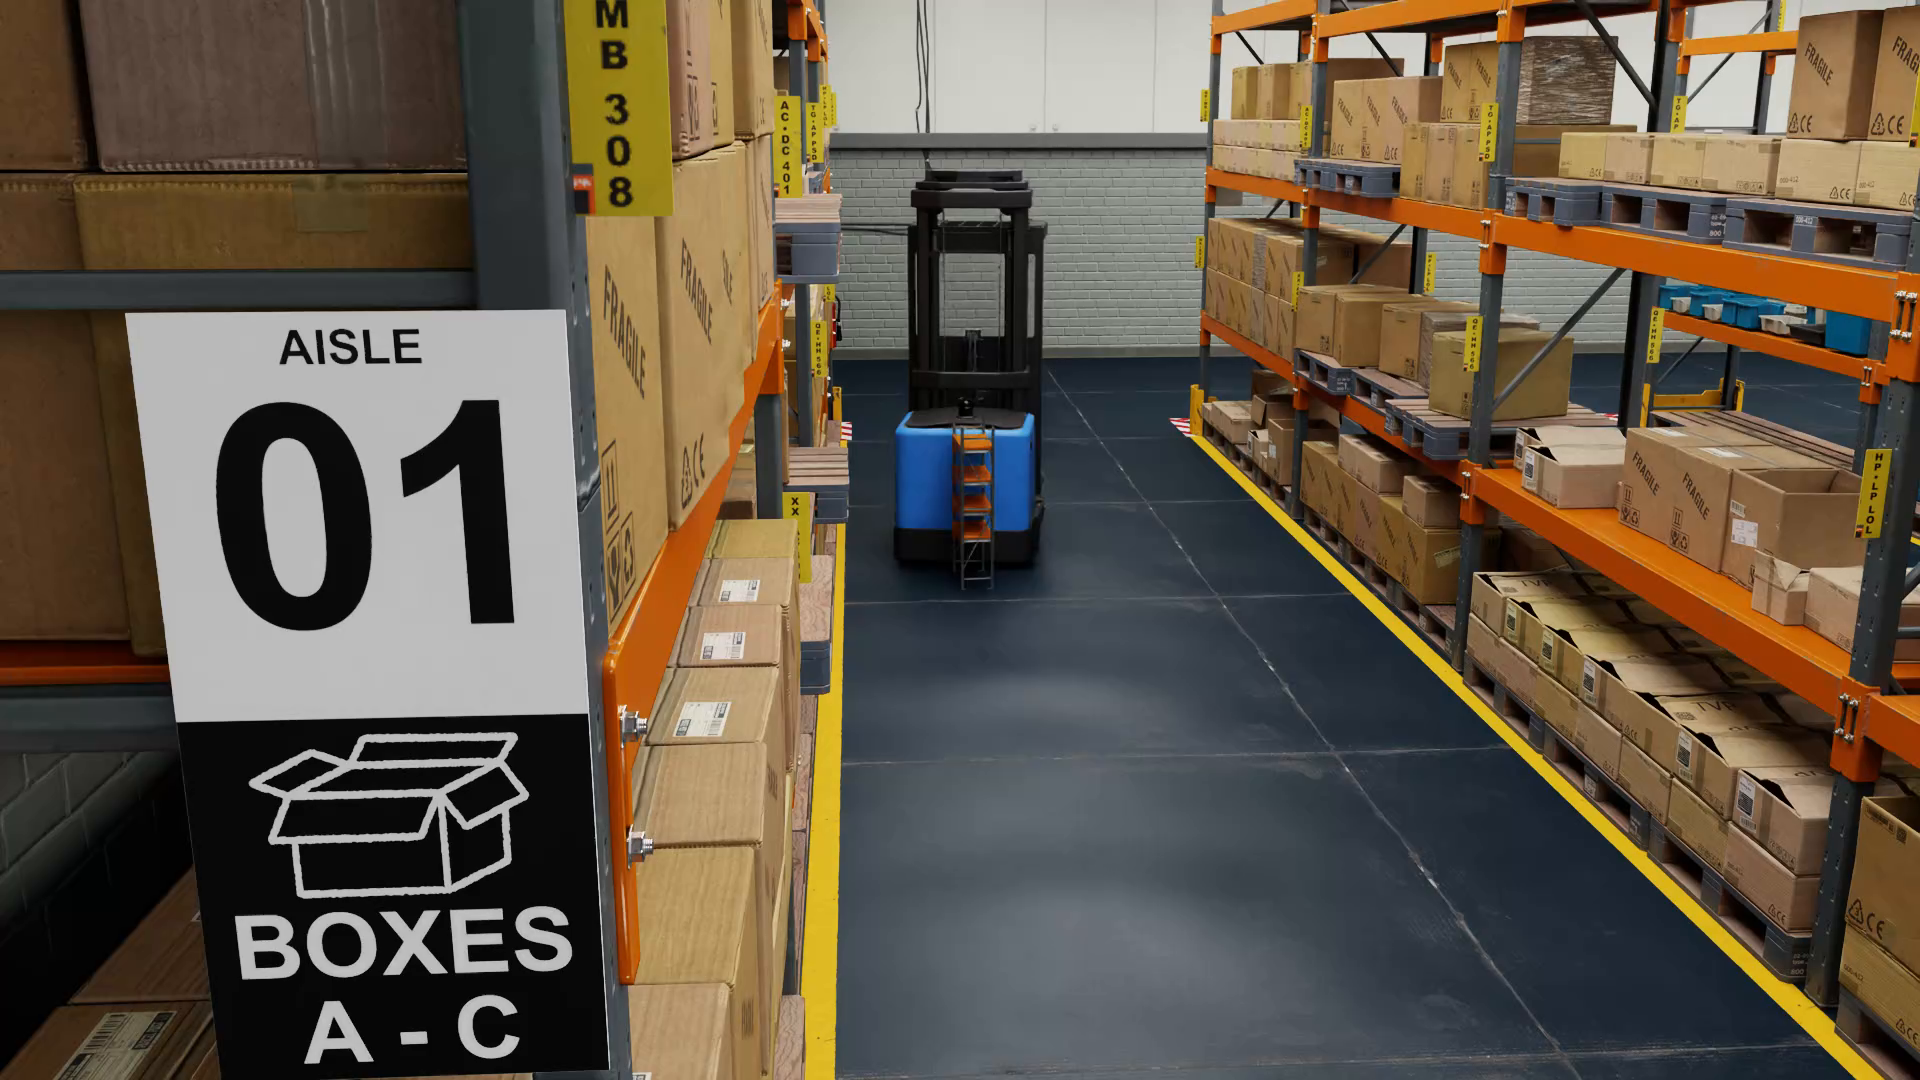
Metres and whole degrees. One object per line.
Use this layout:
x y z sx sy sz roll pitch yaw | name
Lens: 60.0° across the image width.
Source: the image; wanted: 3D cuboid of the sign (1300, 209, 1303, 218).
3.643 -3.356 17.592 0.100 0.325 0.005 -1 14 -3 | sign

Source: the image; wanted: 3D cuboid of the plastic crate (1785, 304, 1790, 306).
8.267 -2.343 17.022 0.396 0.136 0.243 -1 14 -3 | plastic crate

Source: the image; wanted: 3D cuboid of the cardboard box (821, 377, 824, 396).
-1.219 -1.182 12.566 0.380 0.149 0.250 -1 14 -3 | cardboard box

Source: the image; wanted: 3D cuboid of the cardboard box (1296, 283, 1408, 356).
3.142 -1.774 13.359 0.700 0.500 0.500 -6 16 -22 | cardboard box

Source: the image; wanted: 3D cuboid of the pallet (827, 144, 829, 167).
-1.800 -3.787 16.382 1.003 0.211 1.213 -1 14 -3 | pallet

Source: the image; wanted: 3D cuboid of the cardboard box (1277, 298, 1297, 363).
3.049 -1.813 14.351 0.500 0.500 0.500 -1 14 -3 | cardboard box

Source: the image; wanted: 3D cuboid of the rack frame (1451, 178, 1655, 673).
3.584 -0.649 10.029 1.000 3.000 0.127 -1 14 -3 | rack frame

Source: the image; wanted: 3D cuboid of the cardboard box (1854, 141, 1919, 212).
3.803 -1.391 6.351 0.500 0.250 0.500 1 14 2 | cardboard box

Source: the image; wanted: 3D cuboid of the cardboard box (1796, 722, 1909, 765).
4.029 0.971 7.282 0.500 0.311 0.500 -1 14 -4 | cardboard box

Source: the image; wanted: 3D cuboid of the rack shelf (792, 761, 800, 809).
-0.989 1.269 4.018 1.077 0.370 4.000 -1 14 -3 | rack shelf

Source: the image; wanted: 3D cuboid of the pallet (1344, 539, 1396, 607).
3.503 0.213 12.277 1.003 0.211 1.213 -1 14 -3 | pallet

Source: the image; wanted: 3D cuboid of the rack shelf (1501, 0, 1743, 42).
3.708 -2.515 7.488 1.077 0.370 4.000 -1 14 -3 | rack shelf

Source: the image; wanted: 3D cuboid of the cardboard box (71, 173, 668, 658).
-0.636 -0.180 1.945 0.500 0.500 0.500 -1 14 -2 | cardboard box

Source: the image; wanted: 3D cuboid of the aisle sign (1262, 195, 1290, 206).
3.389 -3.919 17.522 0.394 0.787 0.004 -1 14 -3 | aisle sign

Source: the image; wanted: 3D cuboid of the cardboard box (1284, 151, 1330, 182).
3.040 -3.141 13.994 0.500 0.250 0.500 -1 14 -3 | cardboard box

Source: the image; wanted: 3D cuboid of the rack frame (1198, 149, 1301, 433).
3.088 -2.639 17.762 1.000 3.000 0.127 -1 14 -3 | rack frame

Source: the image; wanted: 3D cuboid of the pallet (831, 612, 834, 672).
-1.334 0.582 10.842 1.003 0.211 1.213 -1 14 -3 | pallet

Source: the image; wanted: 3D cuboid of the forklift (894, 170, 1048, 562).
0.150 -1.569 13.743 1.130 2.935 3.031 1 14 5 | forklift

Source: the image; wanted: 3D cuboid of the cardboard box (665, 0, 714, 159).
-0.627 -0.802 2.357 0.500 0.500 0.500 -1 14 -4 | cardboard box

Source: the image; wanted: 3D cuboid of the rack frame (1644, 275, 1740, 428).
8.032 -2.714 18.055 1.000 3.000 0.127 -1 14 -3 | rack frame

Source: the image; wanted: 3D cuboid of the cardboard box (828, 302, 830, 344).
-1.720 -2.209 15.491 0.980 0.700 0.700 -2 15 -6 | cardboard box

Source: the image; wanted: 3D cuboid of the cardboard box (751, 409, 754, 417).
-1.222 -0.407 8.004 0.700 0.500 0.500 -1 14 -3 | cardboard box

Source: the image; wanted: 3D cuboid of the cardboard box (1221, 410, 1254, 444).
2.900 -1.132 16.540 0.500 0.250 0.500 -1 14 -3 | cardboard box

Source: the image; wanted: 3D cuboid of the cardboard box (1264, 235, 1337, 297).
3.012 -2.426 14.727 0.500 0.500 0.500 -1 14 -5 | cardboard box

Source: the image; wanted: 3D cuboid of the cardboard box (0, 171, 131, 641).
-1.143 -0.193 1.995 0.500 0.500 0.500 0 14 1 | cardboard box

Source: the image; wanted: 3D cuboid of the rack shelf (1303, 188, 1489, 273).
3.460 -2.251 11.678 1.077 0.370 4.000 -1 14 -3 | rack shelf

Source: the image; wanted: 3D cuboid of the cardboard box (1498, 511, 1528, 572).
3.803 0.101 11.248 0.500 0.500 0.500 -1 14 -5 | cardboard box

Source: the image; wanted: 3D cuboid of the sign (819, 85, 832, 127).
-1.067 -3.433 13.159 0.100 0.325 0.005 -1 14 -3 | sign

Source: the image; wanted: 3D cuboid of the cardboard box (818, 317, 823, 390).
-1.228 -1.282 11.650 0.500 0.500 0.500 0 14 -2 | cardboard box

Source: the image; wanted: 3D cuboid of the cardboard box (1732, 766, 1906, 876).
3.520 1.106 6.757 0.500 0.311 0.500 -1 14 -3 | cardboard box

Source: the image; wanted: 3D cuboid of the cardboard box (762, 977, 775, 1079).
-0.650 1.099 3.496 0.500 0.250 0.500 -1 14 -4 | cardboard box

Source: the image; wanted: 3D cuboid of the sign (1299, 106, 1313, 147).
2.795 -3.337 13.417 0.100 0.325 0.005 -1 14 -3 | sign

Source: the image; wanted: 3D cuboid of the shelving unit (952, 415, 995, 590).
0.096 -0.281 12.210 0.258 1.200 0.503 -2 15 -7 | shelving unit

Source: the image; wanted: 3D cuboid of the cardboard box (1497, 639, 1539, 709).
3.355 0.739 9.310 0.500 0.250 0.500 -1 14 -5 | cardboard box

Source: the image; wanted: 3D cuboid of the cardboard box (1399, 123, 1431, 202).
3.459 -2.514 11.058 0.910 0.500 0.500 -1 14 -3 | cardboard box

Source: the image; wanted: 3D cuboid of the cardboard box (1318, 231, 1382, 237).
3.524 -2.554 15.226 0.500 0.500 0.500 -1 14 -5 | cardboard box

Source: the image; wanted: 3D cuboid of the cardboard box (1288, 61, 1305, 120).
3.341 -4.000 14.827 0.700 0.500 0.500 -1 14 -3 | cardboard box

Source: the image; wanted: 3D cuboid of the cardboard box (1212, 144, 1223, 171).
2.866 -3.887 16.895 0.500 0.250 0.500 -1 14 -3 | cardboard box

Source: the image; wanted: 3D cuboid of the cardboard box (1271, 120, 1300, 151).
3.007 -3.507 14.415 0.500 0.250 0.500 -1 14 -3 | cardboard box

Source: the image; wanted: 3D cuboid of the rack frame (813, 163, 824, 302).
-1.608 -1.566 13.595 1.000 3.000 0.127 -1 14 -3 | rack frame

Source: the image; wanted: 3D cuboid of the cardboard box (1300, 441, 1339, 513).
3.123 -0.522 13.670 0.500 0.500 0.500 -2 15 -6 | cardboard box

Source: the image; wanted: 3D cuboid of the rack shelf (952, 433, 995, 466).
0.096 -0.661 12.112 0.258 0.148 0.480 -2 15 -7 | rack shelf

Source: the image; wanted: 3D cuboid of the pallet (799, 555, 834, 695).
-1.015 0.324 6.633 1.003 0.211 1.213 -1 14 -3 | pallet

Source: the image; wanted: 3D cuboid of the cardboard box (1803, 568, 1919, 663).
3.757 0.297 6.655 0.500 0.250 0.500 0 14 0 | cardboard box

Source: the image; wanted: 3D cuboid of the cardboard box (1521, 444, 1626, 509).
3.446 -0.380 9.164 0.500 0.311 0.500 -1 14 -4 | cardboard box

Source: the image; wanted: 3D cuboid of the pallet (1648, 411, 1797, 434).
8.044 -1.158 17.603 1.003 0.211 1.213 -1 14 -3 | pallet

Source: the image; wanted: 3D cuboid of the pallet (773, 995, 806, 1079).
-1.036 1.940 5.562 1.003 0.211 1.213 -1 14 -3 | pallet

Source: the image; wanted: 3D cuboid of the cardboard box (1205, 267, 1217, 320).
2.852 -2.573 17.305 0.500 0.500 0.500 -1 14 -2 | cardboard box

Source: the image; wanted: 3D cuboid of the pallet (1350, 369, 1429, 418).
3.458 -1.040 11.932 1.003 0.211 1.213 -1 14 -3 | pallet

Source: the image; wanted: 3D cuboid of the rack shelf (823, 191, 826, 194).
-1.484 -2.173 11.377 1.077 0.370 4.000 -1 14 -3 | rack shelf

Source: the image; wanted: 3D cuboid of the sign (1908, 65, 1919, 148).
3.290 -1.499 5.643 0.100 0.325 0.005 -1 14 -3 | sign

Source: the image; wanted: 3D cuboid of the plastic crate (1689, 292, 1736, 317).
7.760 -2.432 17.174 0.416 0.233 0.300 -1 14 -3 | plastic crate

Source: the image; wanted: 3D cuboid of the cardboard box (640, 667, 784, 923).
-0.685 0.615 3.874 0.500 0.500 0.500 0 14 -2 | cardboard box

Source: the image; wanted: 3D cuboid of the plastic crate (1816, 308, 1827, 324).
8.369 -2.074 15.683 0.437 0.282 0.530 -1 14 -3 | plastic crate

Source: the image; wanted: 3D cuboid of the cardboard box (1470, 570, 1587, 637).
3.323 0.342 9.726 0.500 0.311 0.500 0 14 -2 | cardboard box

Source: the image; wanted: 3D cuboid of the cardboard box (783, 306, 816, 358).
-1.133 -1.261 10.065 0.500 0.250 0.500 -1 14 -2 | cardboard box
